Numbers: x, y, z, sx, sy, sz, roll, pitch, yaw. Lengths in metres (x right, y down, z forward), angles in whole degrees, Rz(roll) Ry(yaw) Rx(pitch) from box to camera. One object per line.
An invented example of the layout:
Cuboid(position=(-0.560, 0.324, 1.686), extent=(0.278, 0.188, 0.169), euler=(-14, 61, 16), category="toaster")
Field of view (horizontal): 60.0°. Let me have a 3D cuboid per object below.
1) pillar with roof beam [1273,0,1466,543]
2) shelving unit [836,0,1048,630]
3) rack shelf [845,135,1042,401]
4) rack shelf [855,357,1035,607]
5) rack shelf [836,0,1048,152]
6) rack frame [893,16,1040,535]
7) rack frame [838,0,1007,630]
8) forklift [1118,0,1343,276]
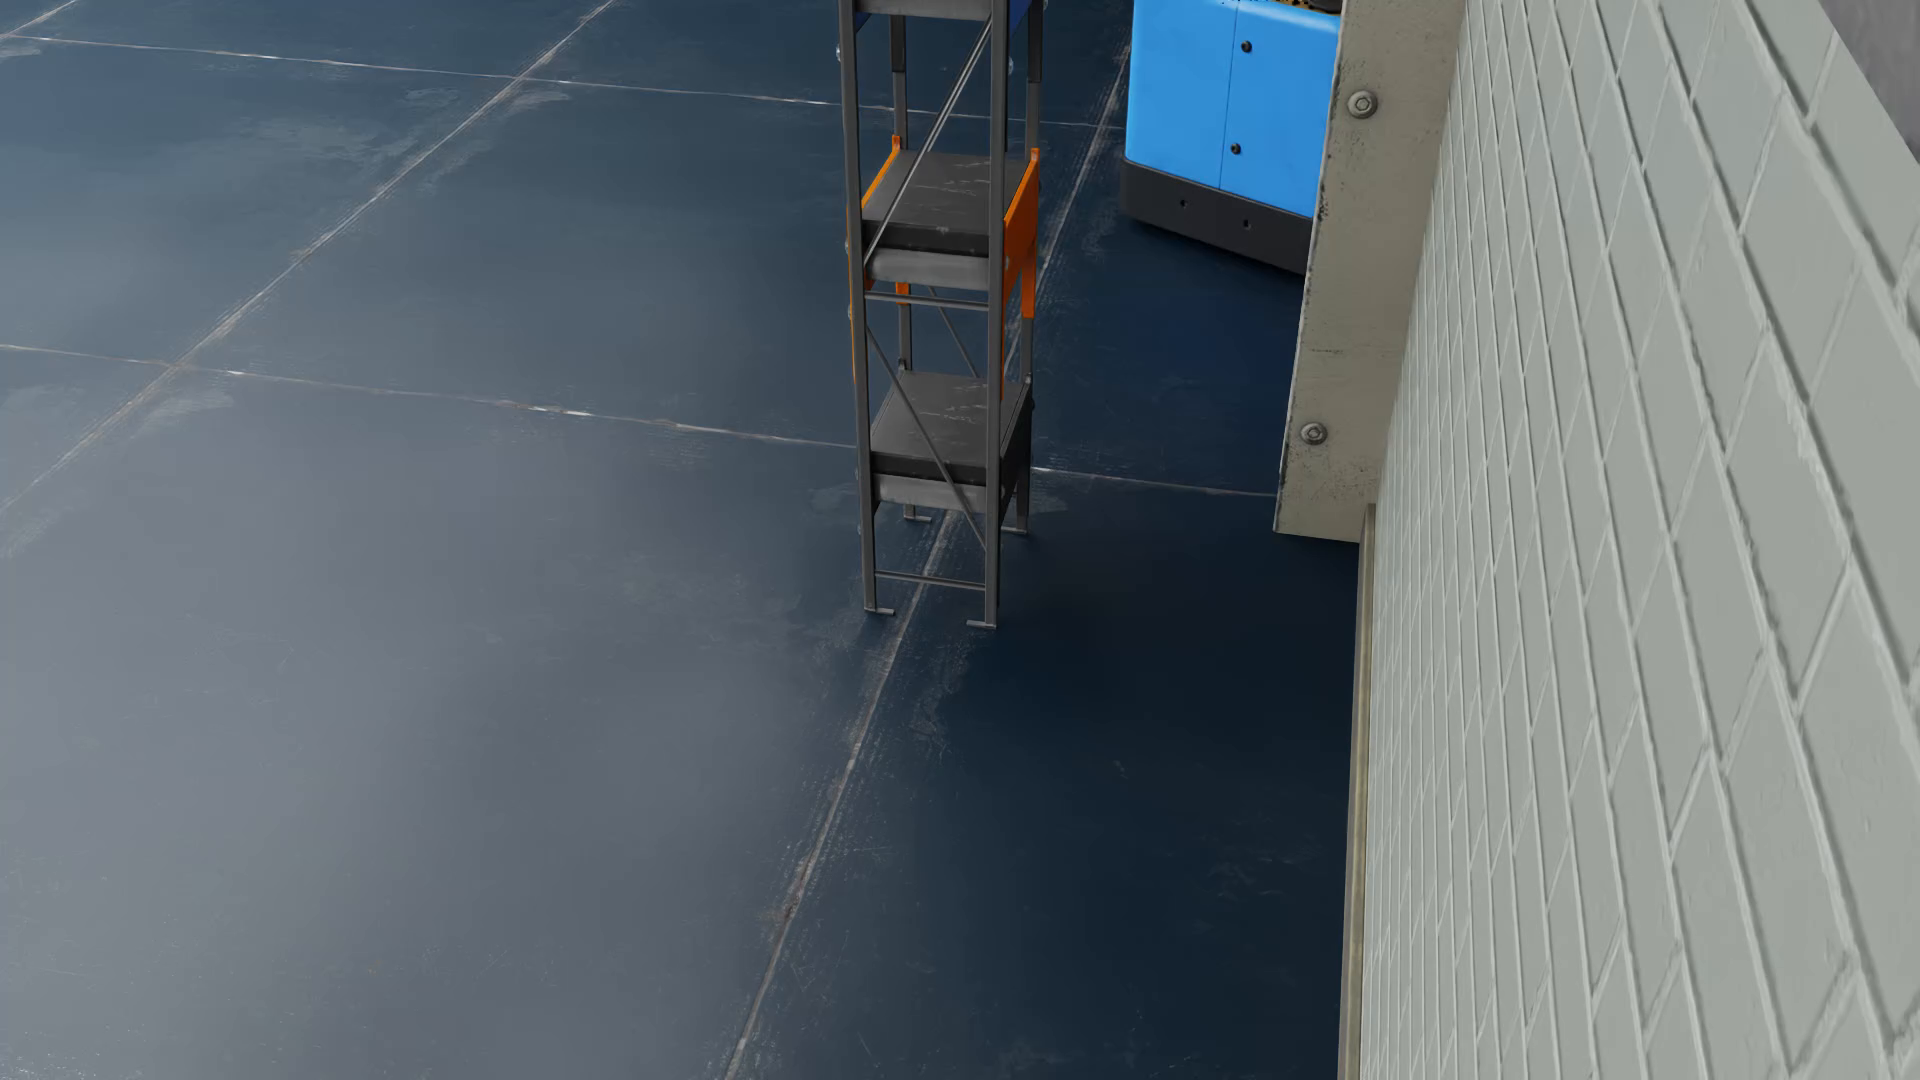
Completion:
Cuboid(position=(-3.018, -4.303, 3.520), extent=(9.100, 9.000, 0.400), euler=(7, 37, 10), category="pillar with roof beam")
Cuboid(position=(-0.035, -0.755, 4.503), extent=(0.431, 2.100, 0.503), euler=(7, 37, 10), category="shelving unit")
Cuboid(position=(-0.035, -0.744, 4.511), extent=(0.431, 0.518, 0.480), euler=(7, 37, 10), category="rack shelf")
Cuboid(position=(-0.035, -0.177, 4.922), extent=(0.431, 0.518, 0.480), euler=(7, 37, 10), category="rack shelf")
Cuboid(position=(-0.035, -1.311, 4.100), extent=(0.431, 0.518, 0.480), euler=(7, 37, 10), category="rack shelf")
Cuboid(position=(0.017, -0.895, 4.696), extent=(0.400, 2.100, 0.015), euler=(7, 37, 10), category="rack frame")
Cuboid(position=(-0.087, -0.615, 4.310), extent=(0.400, 2.100, 0.015), euler=(7, 37, 10), category="rack frame")
Cuboid(position=(2.004, -3.014, 6.911), extent=(1.130, 2.935, 3.031), euler=(26, 43, 31), category="forklift")
